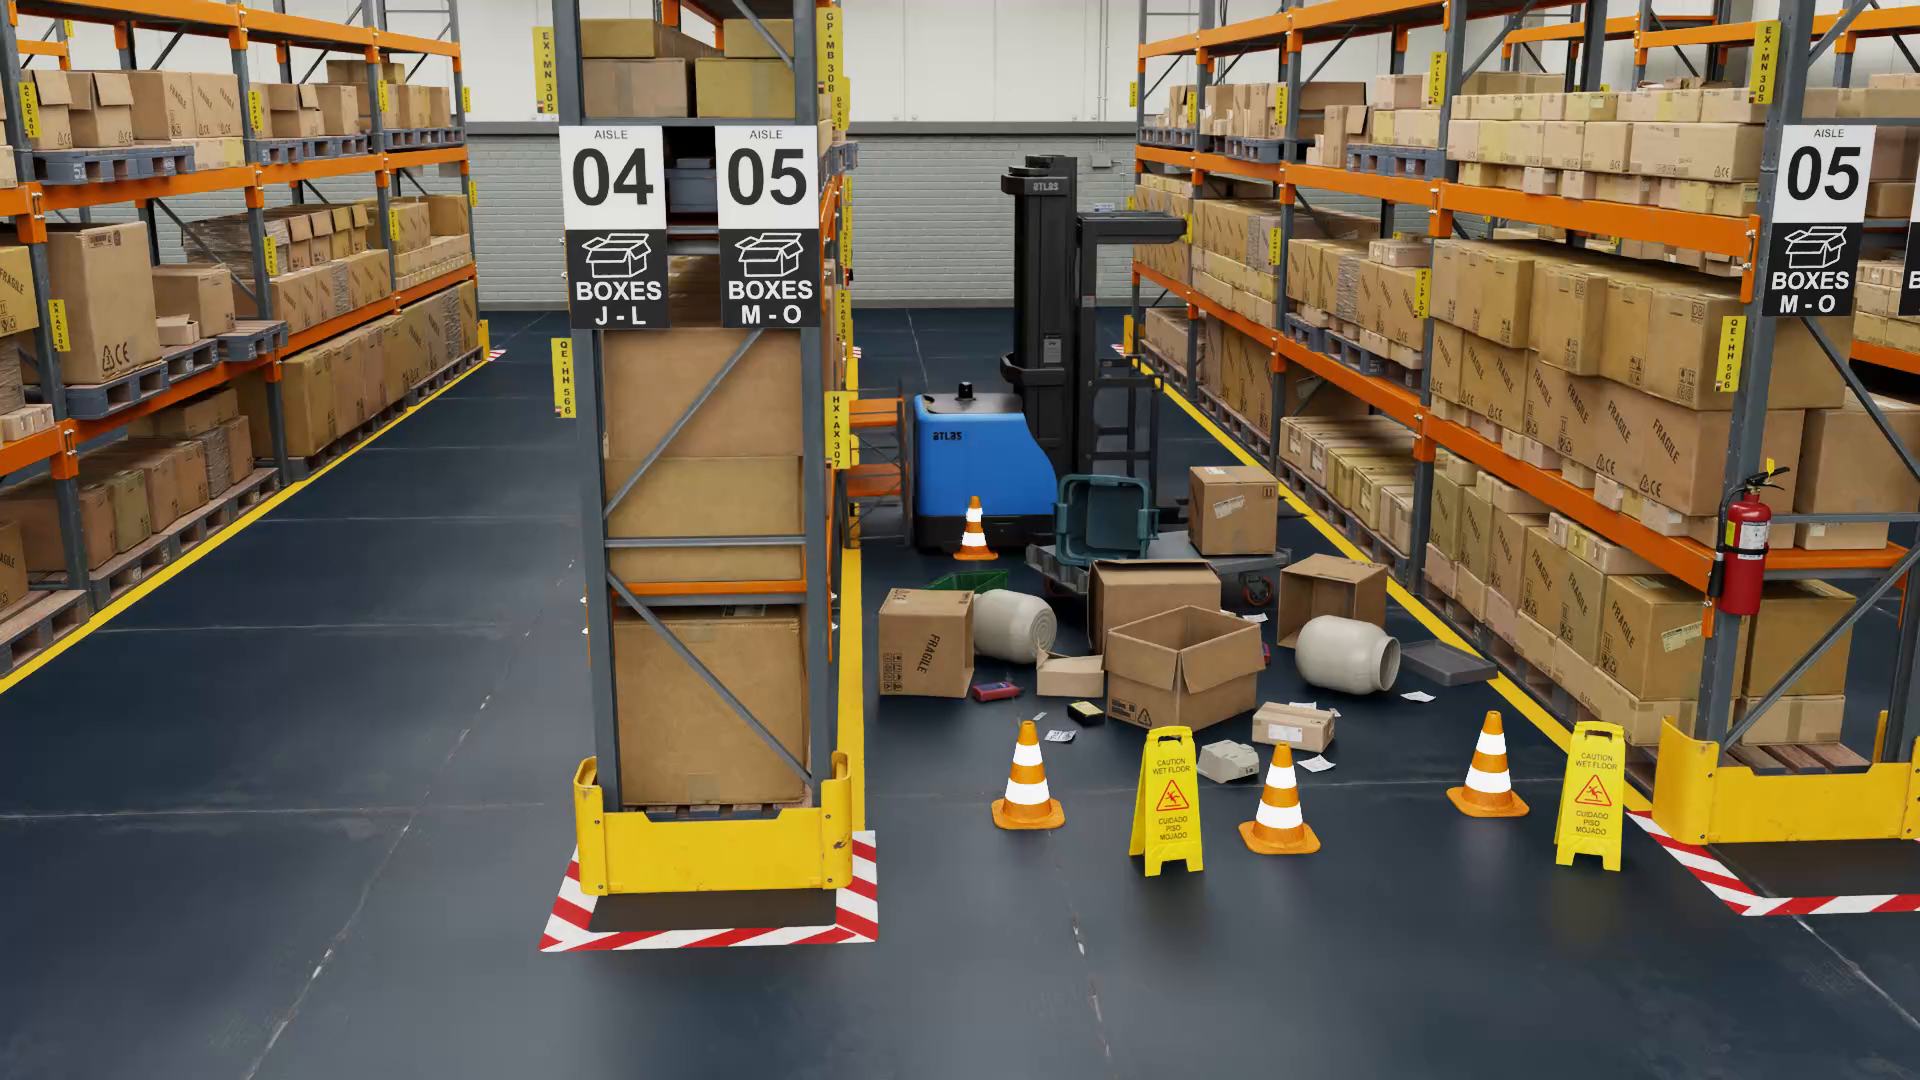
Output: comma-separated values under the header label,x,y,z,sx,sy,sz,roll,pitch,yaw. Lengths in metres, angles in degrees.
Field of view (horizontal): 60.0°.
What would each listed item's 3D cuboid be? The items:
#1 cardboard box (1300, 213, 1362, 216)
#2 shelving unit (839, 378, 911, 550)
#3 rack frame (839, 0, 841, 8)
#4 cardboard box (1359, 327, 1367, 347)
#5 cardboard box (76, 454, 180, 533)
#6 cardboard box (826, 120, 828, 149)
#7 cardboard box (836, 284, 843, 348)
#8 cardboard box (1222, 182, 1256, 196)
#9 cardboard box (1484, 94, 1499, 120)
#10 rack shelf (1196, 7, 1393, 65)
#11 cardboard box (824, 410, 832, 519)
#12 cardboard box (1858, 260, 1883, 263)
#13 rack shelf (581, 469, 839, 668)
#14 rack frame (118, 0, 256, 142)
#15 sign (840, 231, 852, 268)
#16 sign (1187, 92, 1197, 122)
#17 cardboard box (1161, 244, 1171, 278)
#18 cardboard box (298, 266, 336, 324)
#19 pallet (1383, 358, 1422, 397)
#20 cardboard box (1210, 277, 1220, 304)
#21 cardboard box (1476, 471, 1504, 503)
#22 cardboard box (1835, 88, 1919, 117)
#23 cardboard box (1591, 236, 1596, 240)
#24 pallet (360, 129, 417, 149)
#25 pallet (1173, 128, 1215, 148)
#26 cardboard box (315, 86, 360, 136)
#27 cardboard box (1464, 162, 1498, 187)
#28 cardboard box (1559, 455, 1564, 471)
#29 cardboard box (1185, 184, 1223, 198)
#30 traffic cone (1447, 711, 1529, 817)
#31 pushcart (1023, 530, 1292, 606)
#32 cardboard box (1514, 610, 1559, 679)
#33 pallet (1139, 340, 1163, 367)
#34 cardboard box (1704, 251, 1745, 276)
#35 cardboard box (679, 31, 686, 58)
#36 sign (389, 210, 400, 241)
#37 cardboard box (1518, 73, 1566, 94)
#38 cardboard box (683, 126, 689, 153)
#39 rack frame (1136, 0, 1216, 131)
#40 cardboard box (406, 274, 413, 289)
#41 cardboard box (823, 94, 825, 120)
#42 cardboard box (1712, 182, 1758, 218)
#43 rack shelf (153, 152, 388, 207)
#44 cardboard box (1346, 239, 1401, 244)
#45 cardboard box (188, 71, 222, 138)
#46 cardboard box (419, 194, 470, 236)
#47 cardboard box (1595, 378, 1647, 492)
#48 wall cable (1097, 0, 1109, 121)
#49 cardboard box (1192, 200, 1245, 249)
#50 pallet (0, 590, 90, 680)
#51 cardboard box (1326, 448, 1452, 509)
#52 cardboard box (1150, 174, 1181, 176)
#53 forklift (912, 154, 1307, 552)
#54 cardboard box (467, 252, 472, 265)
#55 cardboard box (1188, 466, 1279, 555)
label,x,y,z,sx,sy,sz,roll,pitch,yaw
cardboard box,3.551,-2.862,15.923,0.500,0.500,0.500,-1,14,-3
shelving unit,-0.673,-0.618,13.099,0.538,1.125,1.048,-3,15,-1
rack frame,-2.053,-6.873,21.680,1.000,3.000,0.127,-1,14,-3
cardboard box,3.269,-1.544,12.670,0.380,0.149,0.250,-1,14,-3
cardboard box,-6.328,-0.346,12.483,0.700,0.500,0.500,-2,15,-8
cardboard box,-0.857,-2.039,8.371,0.380,0.149,0.250,-1,14,-3
cardboard box,-1.261,-1.919,14.263,0.500,0.500,0.500,-1,14,-3
cardboard box,3.279,-4.130,19.550,0.380,0.149,0.250,-1,14,-4
cardboard box,3.372,-2.589,9.952,0.380,0.149,0.250,-1,14,-5
rack shelf,3.254,-4.940,16.415,1.077,0.370,4.000,-1,14,-3
cardboard box,-1.095,-0.430,8.379,0.875,0.550,0.550,-1,14,-3
cardboard box,8.057,-2.436,14.972,0.380,0.149,0.250,0,14,-2
rack shelf,-1.185,-0.138,8.985,1.077,0.370,4.000,-1,14,-3
rack frame,-6.514,-4.832,13.748,1.000,3.000,0.127,-1,14,-3
sign,-1.003,-2.548,14.587,0.100,0.325,0.005,-1,14,-3
sign,2.576,-4.807,18.473,0.100,0.325,0.005,-1,14,-3
cardboard box,2.763,-3.487,20.359,0.500,0.500,0.500,-1,14,-4
cardboard box,-6.342,-2.356,15.962,0.500,0.500,0.500,-1,14,-4
pallet,3.723,-1.184,11.995,1.003,0.211,1.213,-1,14,-3
cardboard box,2.943,-2.632,17.537,0.500,0.250,0.500,-1,14,-4
cardboard box,3.374,-0.323,10.132,0.380,0.149,0.250,0,14,-1
cardboard box,4.055,-1.899,7.271,0.380,0.149,0.250,-1,14,-4
cardboard box,8.218,-3.726,21.194,0.500,0.250,0.500,-1,14,-4
pallet,-6.802,-4.535,18.790,1.003,0.211,1.213,-1,14,-3
pallet,3.089,-4.688,19.385,1.003,0.211,1.213,-1,14,-3
cardboard box,-6.715,-4.482,17.363,0.700,0.500,0.500,-1,14,-2
cardboard box,3.358,-2.269,10.308,0.380,0.149,0.250,-1,14,-3
cardboard box,3.561,-0.439,9.216,0.380,0.149,0.250,-1,14,-3
cardboard box,2.793,-3.993,19.017,0.380,0.149,0.250,-1,14,-5
traffic cone,2.559,1.051,8.011,0.336,0.463,0.334,-1,14,-3
pushcart,1.353,0.233,11.365,1.648,0.377,0.936,-6,16,-23
cardboard box,3.492,0.582,9.419,0.500,0.250,0.500,-1,14,-5
pallet,3.009,-2.521,22.402,1.003,0.211,1.213,-1,14,-3
cardboard box,8.046,-2.814,16.893,0.797,0.503,0.637,-1,14,-5
cardboard box,-1.482,-2.288,7.742,0.380,0.149,0.250,-1,14,-3
sign,-6.220,-3.455,18.269,0.100,0.325,0.005,-1,14,-3
cardboard box,3.948,-3.186,11.824,0.500,0.250,0.500,-1,14,-5
cardboard box,-1.483,-1.902,7.840,0.380,0.149,0.250,-1,14,-4
rack frame,2.882,-6.975,22.075,1.000,3.000,0.127,-1,14,-3
cardboard box,-6.464,-2.944,18.952,0.380,0.149,0.250,-1,14,-5
cardboard box,-0.900,-2.140,7.965,0.500,0.250,0.500,-1,14,-4
cardboard box,3.572,-1.506,7.343,0.380,0.149,0.250,-1,14,-3
rack shelf,-6.637,-3.528,16.144,1.077,0.370,4.000,-1,14,-3
cardboard box,3.683,-2.367,14.565,0.500,0.500,0.500,-1,14,-5
cardboard box,-6.192,-3.428,13.105,0.500,0.500,0.500,-1,14,-4
cardboard box,-6.717,-4.234,21.661,0.500,0.500,0.500,-1,14,-3
cardboard box,3.538,-0.538,8.300,0.500,0.500,0.500,-1,14,-3
wall cable,2.248,-8.385,27.556,0.463,3.000,0.029,-1,14,-3
cardboard box,2.870,-3.493,18.376,0.500,0.500,0.500,-1,14,-3
pallet,-6.189,0.585,10.329,1.003,0.211,1.213,-1,14,-3
cardboard box,3.498,-0.498,13.372,0.950,0.372,0.625,0,14,-2
cardboard box,2.715,-4.759,21.996,0.380,0.149,0.250,-1,14,-2
forklift,1.155,-1.449,12.777,3.031,2.935,1.130,-1,14,-4
cardboard box,-6.658,-3.711,21.935,0.380,0.149,0.250,-1,14,-2
cardboard box,1.851,-0.206,11.305,0.500,0.500,0.500,-1,14,-3
